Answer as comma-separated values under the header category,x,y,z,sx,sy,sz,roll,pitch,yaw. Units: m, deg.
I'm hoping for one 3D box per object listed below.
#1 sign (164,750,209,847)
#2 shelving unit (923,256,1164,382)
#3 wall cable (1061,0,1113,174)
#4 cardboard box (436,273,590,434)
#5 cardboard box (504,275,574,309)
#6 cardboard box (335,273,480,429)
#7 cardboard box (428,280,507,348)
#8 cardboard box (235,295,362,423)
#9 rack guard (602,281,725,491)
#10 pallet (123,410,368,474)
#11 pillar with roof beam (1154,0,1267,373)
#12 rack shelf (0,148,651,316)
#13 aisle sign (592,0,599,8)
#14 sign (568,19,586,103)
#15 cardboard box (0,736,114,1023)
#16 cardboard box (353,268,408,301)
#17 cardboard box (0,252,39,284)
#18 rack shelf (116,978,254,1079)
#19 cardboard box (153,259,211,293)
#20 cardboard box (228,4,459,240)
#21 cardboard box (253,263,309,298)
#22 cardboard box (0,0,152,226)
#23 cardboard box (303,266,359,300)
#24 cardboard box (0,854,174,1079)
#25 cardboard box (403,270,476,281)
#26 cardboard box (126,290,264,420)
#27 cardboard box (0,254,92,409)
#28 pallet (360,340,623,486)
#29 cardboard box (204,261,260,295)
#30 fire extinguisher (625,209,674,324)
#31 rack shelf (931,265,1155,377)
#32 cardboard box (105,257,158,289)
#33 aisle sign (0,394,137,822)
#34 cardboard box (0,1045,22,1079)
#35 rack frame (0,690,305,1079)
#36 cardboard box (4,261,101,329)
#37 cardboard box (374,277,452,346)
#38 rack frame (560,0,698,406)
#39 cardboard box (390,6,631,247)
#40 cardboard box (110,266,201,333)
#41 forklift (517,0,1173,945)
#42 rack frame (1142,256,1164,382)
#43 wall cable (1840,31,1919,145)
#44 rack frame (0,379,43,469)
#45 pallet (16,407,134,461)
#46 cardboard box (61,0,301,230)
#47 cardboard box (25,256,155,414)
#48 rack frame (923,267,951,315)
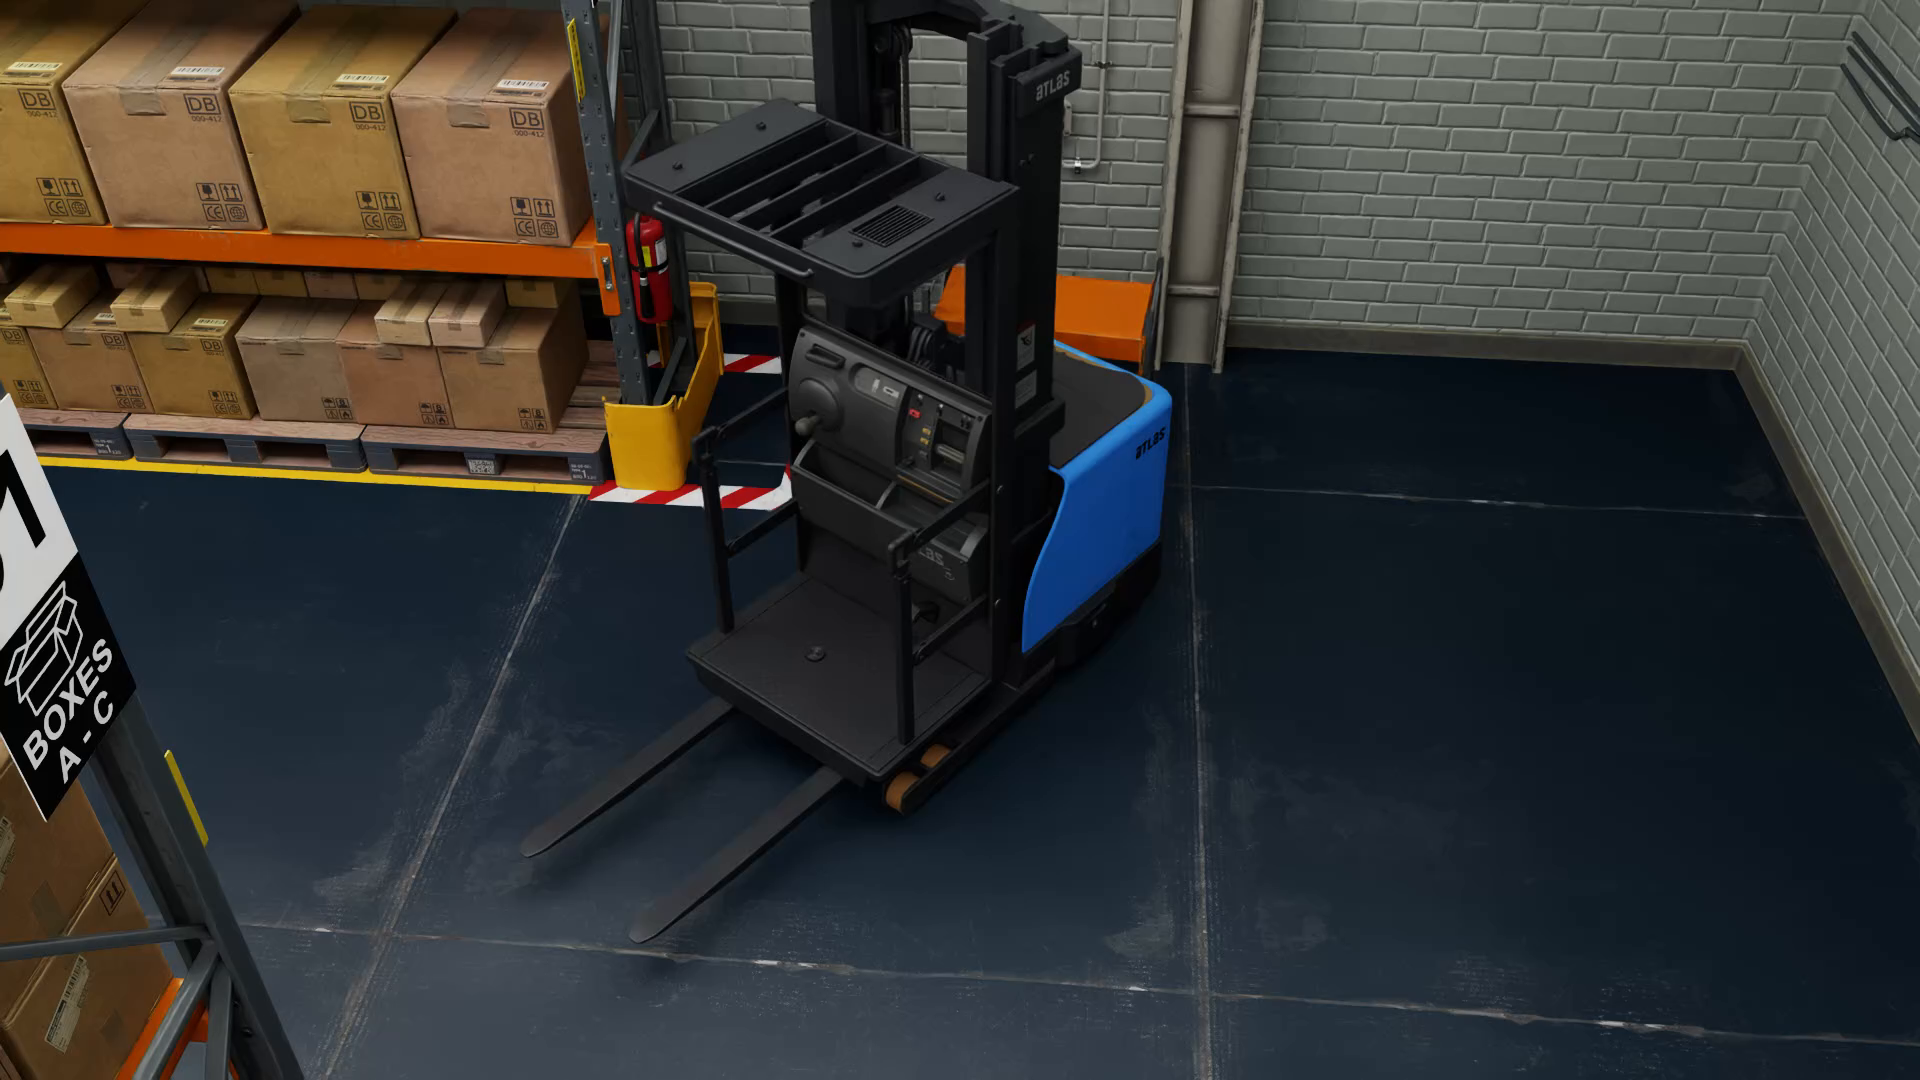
category,x,y,z,sx,sy,sz,roll,pitch,yaw
sign,-1.899,0.659,4.049,0.005,0.325,0.100,3,39,4
shelving unit,0.393,-0.794,8.005,1.048,1.125,0.538,7,40,8
wall cable,-0.165,-2.699,8.055,1.851,1.984,0.084,3,39,4
cardboard box,-2.228,-0.948,8.357,0.500,0.500,0.700,3,39,4
cardboard box,-2.086,-1.319,8.298,0.250,0.149,0.380,3,39,4
cardboard box,-2.727,-0.975,8.390,0.500,0.500,0.700,3,39,4
cardboard box,-2.372,-1.092,8.020,0.250,0.149,0.380,3,39,3
cardboard box,-3.228,-1.002,8.423,0.500,0.500,0.700,2,39,2
rack guard,-1.498,-0.809,8.518,0.348,0.500,1.175,3,39,4
pallet,-3.537,-0.760,8.687,1.213,0.211,1.003,3,39,4
pillar with roof beam,0.871,-1.796,2.998,0.400,9.000,9.100,3,39,4
rack shelf,-3.515,-1.609,8.091,4.000,0.370,1.077,3,39,4
aisle sign,-1.476,-2.595,6.673,0.004,0.787,0.394,3,39,4
sign,-1.583,-1.980,6.872,0.005,0.325,0.100,3,39,4
cardboard box,-2.365,0.720,3.789,0.500,0.500,0.500,4,39,5
cardboard box,-2.840,-1.360,8.348,0.250,0.149,0.380,3,39,4
cardboard box,-4.898,-1.470,8.484,0.250,0.149,0.380,3,39,4
rack shelf,-3.938,1.506,4.264,4.000,0.370,1.077,3,39,4
cardboard box,-3.859,-1.414,8.415,0.250,0.149,0.380,4,39,4
cardboard box,-2.757,-1.950,7.702,0.700,0.700,0.980,3,39,3
cardboard box,-3.349,-1.387,8.381,0.250,0.149,0.380,4,39,4
cardboard box,-4.241,-2.031,7.801,0.700,0.700,0.980,2,39,3
cardboard box,-3.094,-1.373,8.365,0.250,0.149,0.380,4,39,4
cardboard box,-2.365,1.107,4.105,0.500,0.500,0.500,4,39,5
cardboard box,-2.591,-1.346,8.331,0.250,0.149,0.380,3,39,4
cardboard box,-3.760,-1.027,8.453,0.500,0.500,0.700,4,39,5
cardboard box,-4.771,-1.086,8.525,0.500,0.500,0.700,4,39,4
pallet,-2.325,-0.692,8.604,1.213,0.211,1.003,3,39,4
cardboard box,-3.602,-1.401,8.399,0.250,0.149,0.380,2,39,3
fire extinguisher,-1.412,-1.306,7.506,0.183,0.674,0.296,3,39,4
rack shelf,0.393,-1.021,7.820,1.000,0.278,0.538,7,40,8
cardboard box,-4.111,-1.428,8.433,0.250,0.149,0.380,2,39,2
aisle sign,-1.852,0.147,3.304,0.004,0.787,0.394,3,39,4
cardboard box,-2.415,1.444,3.691,0.500,0.500,0.500,4,39,5
rack frame,-1.946,1.336,3.903,0.127,3.000,1.000,3,39,4
cardboard box,-4.445,-1.204,8.157,0.250,0.149,0.380,4,39,5
cardboard box,-2.626,-1.106,8.036,0.250,0.149,0.380,4,39,5
rack frame,-1.522,-1.779,7.730,0.127,3.000,1.000,3,39,4
cardboard box,-2.031,-1.917,7.662,0.700,0.700,0.980,5,39,6
cardboard box,-3.925,-1.175,8.122,0.250,0.149,0.380,2,39,3
forklift,-0.417,-0.415,6.109,1.130,2.935,3.031,28,47,30
rack frame,0.892,-0.733,7.930,0.032,1.125,0.500,7,40,8
wall cable,4.082,-2.369,6.162,0.112,2.526,3.097,3,39,4
rack frame,-1.946,-0.990,2.009,0.127,3.000,1.000,3,39,4
pallet,-4.756,-0.825,8.767,1.213,0.211,1.003,3,39,4
cardboard box,-3.516,-1.997,7.760,0.700,0.700,0.980,1,39,2
cardboard box,-4.271,-1.056,8.489,0.500,0.500,0.700,3,39,3
rack frame,-0.107,-0.855,8.080,0.032,1.125,0.500,7,40,8
